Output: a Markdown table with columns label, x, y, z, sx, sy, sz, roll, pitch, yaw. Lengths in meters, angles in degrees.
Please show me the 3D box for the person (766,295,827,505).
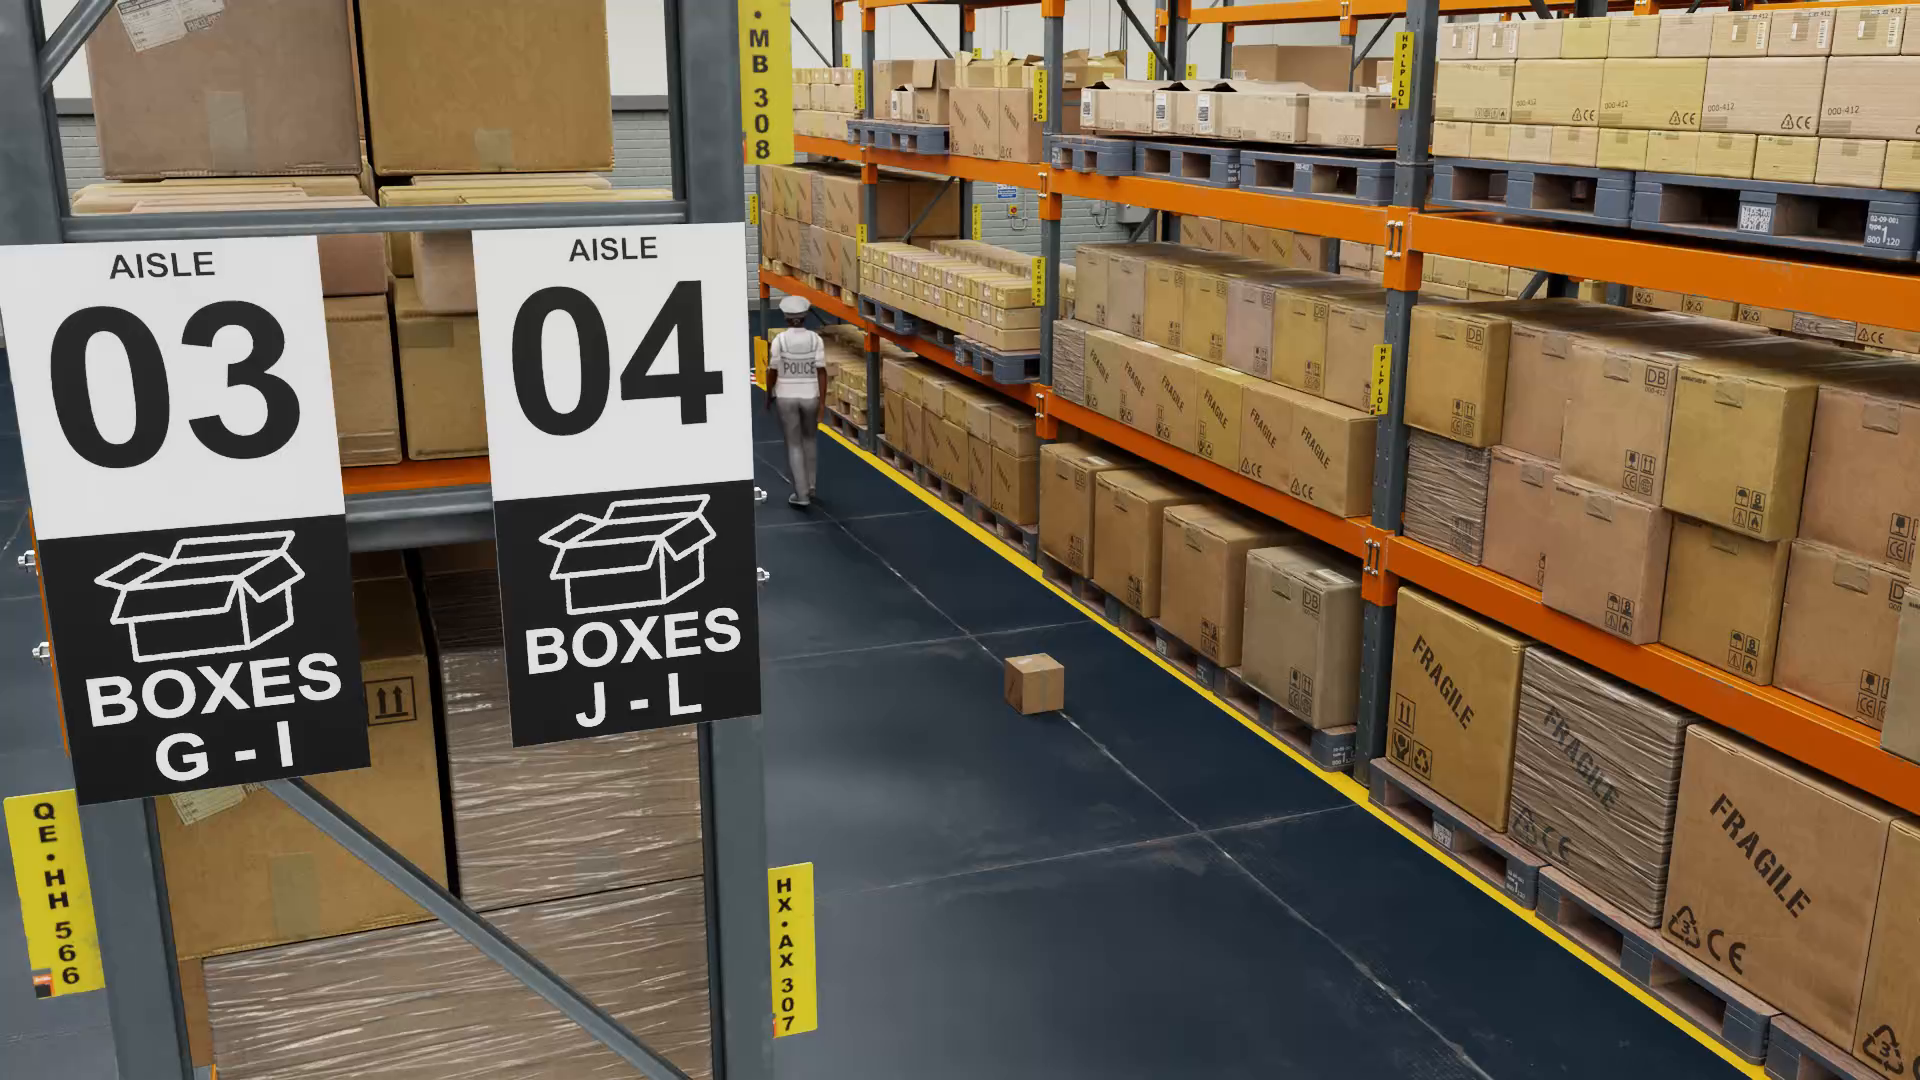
| label | x | y | z | sx | sy | sz | roll | pitch | yaw |
| --- | --- | --- | --- | --- | --- | --- | --- | --- | --- |
| person | -1.334 | -1.112 | 13.483 | 0.461 | 1.741 | 0.675 | -5 | 17 | -18 |
